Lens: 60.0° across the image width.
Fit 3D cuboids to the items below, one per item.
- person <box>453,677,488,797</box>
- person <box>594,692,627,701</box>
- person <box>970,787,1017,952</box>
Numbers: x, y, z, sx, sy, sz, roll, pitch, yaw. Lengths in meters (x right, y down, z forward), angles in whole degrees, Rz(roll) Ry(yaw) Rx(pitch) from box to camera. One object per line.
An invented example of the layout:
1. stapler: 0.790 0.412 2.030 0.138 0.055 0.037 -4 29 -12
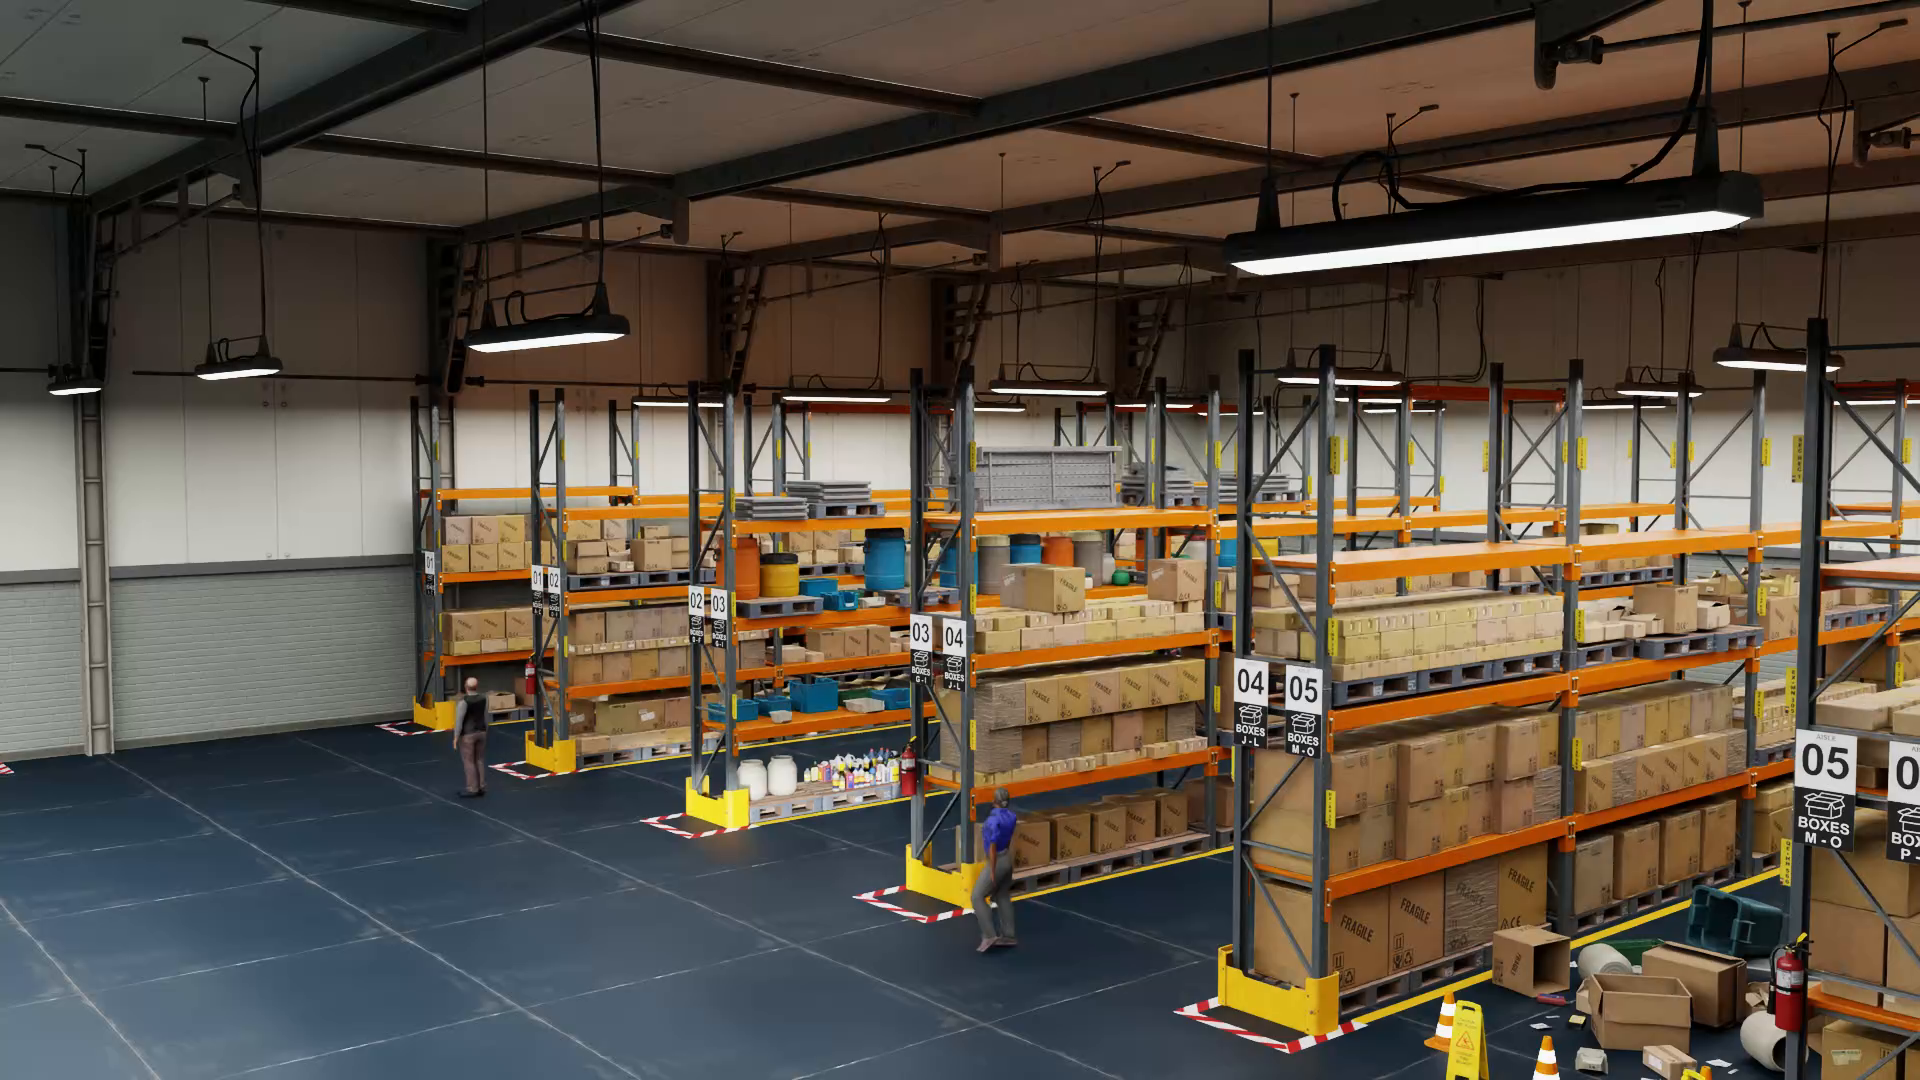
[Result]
1. person: -7.136 2.880 24.271 0.394 1.757 0.645 2 4 27
2. person: -6.057 2.576 28.830 0.631 1.804 0.505 -2 4 -34
3. person: 0.349 3.358 16.939 0.464 1.715 0.524 1 3 10
